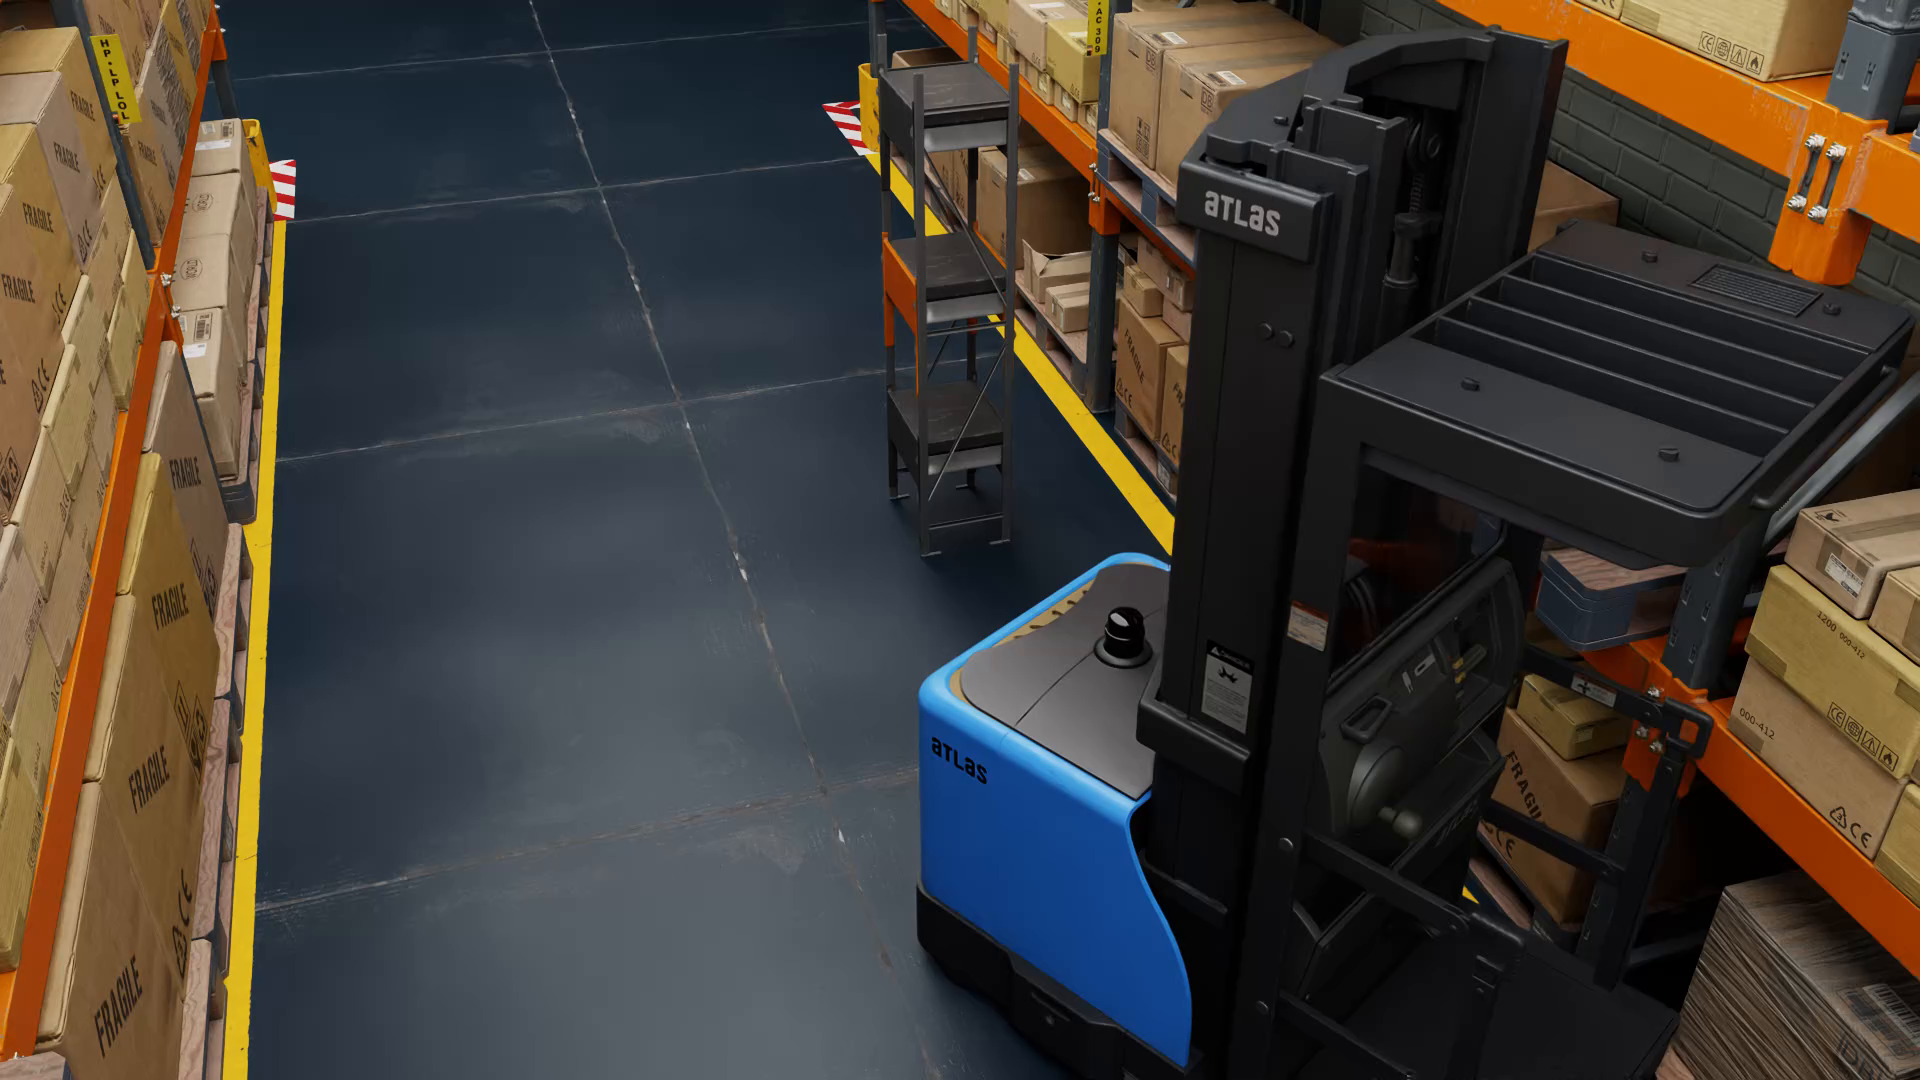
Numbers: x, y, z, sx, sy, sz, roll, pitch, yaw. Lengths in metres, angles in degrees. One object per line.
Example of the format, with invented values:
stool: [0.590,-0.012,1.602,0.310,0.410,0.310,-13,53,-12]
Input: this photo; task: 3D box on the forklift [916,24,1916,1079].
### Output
forklift: [1.288,0.434,3.934,3.031,2.935,1.130,27,42,34]

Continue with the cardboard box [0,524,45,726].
cardboard box: [-2.471,0.232,3.861,0.500,0.250,0.500,-9,35,-14]

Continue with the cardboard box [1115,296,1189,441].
cardboard box: [1.044,-0.820,7.657,0.500,0.500,0.500,-9,34,-13]

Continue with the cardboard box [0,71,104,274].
cardboard box: [-3.075,-1.139,5.256,0.500,0.500,0.500,-9,35,-14]

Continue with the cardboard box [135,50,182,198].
cardboard box: [-3.659,-1.740,7.072,0.500,0.500,0.500,-10,35,-14]

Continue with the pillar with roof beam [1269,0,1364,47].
pillar with roof beam: [-2.343,-4.276,5.559,9.100,9.000,0.400,-10,35,-15]

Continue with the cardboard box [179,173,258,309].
cardboard box: [-4.252,-1.541,8.804,0.875,0.438,0.875,-9,35,-13]

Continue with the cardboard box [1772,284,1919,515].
cardboard box: [2.323,-0.393,4.653,0.500,0.500,0.500,-8,34,-12]

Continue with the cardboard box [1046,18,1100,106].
cardboard box: [0.723,-2.268,7.827,0.500,0.250,0.500,-9,35,-14]

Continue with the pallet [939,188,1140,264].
pallet: [0.526,-1.819,9.811,1.003,0.211,1.213,-10,35,-15]

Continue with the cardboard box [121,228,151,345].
cardboard box: [-3.238,-0.888,6.008,0.500,0.250,0.500,-11,35,-16]

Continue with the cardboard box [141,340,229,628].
cardboard box: [-3.350,-0.120,6.257,0.875,0.875,0.875,-9,34,-13]

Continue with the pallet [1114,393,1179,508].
pallet: [1.395,-0.396,7.658,1.003,0.211,1.213,-10,35,-15]

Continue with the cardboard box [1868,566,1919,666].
cardboard box: [2.230,0.165,3.601,0.380,0.149,0.250,-9,35,-14]

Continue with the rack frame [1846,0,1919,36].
rack frame: [2.331,-2.383,2.693,1.000,3.000,0.127,-10,35,-15]

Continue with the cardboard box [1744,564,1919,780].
cardboard box: [2.210,0.252,3.830,0.500,0.250,0.500,-10,35,-15]

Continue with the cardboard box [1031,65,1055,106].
cardboard box: [0.570,-2.266,8.186,0.380,0.149,0.250,-9,35,-13]

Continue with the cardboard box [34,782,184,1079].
cardboard box: [-2.527,1.291,4.121,0.875,0.875,0.875,-10,35,-15]

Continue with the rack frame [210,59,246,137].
rack frame: [-4.836,-3.243,9.438,1.000,3.000,0.127,-10,35,-15]

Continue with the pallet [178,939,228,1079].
pallet: [-2.564,1.694,4.496,1.003,0.211,1.213,-10,35,-15]

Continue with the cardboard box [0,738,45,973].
cardboard box: [-2.305,0.720,3.575,0.500,0.250,0.500,-11,35,-16]

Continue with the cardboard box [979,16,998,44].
cardboard box: [0.319,-2.813,9.014,0.380,0.149,0.250,-10,35,-15]

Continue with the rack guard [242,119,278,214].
rack guard: [-4.843,-2.213,10.146,1.175,0.500,0.348,-10,35,-15]

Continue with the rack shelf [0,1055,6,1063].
rack shelf: [-1.785,2.307,1.690,1.077,0.370,4.000,-10,35,-15]

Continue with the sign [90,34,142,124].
sign: [-3.102,-1.690,6.108,0.100,0.325,0.005,-10,35,-15]

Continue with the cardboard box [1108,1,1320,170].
cardboard box: [1.045,-1.905,6.941,0.700,0.500,0.500,-9,35,-14]

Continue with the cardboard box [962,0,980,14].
cardboard box: [0.260,-3.063,9.031,0.500,0.250,0.500,-11,35,-16]

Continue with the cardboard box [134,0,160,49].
cardboard box: [-3.824,-2.430,7.209,0.500,0.500,0.500,-9,35,-14]

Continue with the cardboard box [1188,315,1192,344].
cardboard box: [1.214,-0.885,7.166,0.380,0.149,0.250,-12,35,-17]

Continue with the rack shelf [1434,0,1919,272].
rack shelf: [1.721,-1.881,5.308,1.077,0.370,4.000,-10,35,-15]

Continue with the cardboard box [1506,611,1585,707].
cardboard box: [1.826,0.362,5.279,0.380,0.149,0.250,-12,35,-17]

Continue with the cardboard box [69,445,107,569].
cardboard box: [-2.787,-0.081,4.788,0.500,0.250,0.500,-10,35,-15]

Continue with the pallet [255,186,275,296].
pallet: [-4.517,-1.673,9.591,1.003,0.211,1.213,-10,35,-15]

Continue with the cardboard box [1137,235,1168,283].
cardboard box: [1.024,-1.284,7.501,0.380,0.149,0.250,-11,35,-16]

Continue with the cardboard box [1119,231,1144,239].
cardboard box: [1.002,-1.580,9.125,0.380,0.149,0.250,-10,35,-15]

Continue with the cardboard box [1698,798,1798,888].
cardboard box: [2.469,0.719,5.327,0.500,0.500,0.500,-9,34,-13]

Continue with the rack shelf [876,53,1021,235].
rack shelf: [-0.050,-1.536,6.424,0.431,0.518,0.480,-10,35,-15]

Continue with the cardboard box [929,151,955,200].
cardboard box: [0.210,-2.420,10.078,0.700,0.500,0.500,-9,34,-13]

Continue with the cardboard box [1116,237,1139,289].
cardboard box: [1.134,-1.420,8.736,0.500,0.311,0.500,-9,34,-13]

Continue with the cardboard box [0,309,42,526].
cardboard box: [-2.616,-0.335,4.039,0.500,0.500,0.500,-9,35,-13]

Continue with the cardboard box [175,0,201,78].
cardboard box: [-4.131,-2.542,8.285,0.500,0.500,0.500,-9,35,-13]

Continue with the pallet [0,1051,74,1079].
pallet: [-2.076,1.393,2.595,1.213,0.211,1.003,-10,35,-15]

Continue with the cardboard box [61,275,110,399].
cardboard box: [-2.926,-0.567,5.069,0.500,0.250,0.500,-9,35,-14]

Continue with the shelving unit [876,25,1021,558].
shelving unit: [-0.050,-0.963,6.803,0.431,2.100,0.503,-10,35,-15]
